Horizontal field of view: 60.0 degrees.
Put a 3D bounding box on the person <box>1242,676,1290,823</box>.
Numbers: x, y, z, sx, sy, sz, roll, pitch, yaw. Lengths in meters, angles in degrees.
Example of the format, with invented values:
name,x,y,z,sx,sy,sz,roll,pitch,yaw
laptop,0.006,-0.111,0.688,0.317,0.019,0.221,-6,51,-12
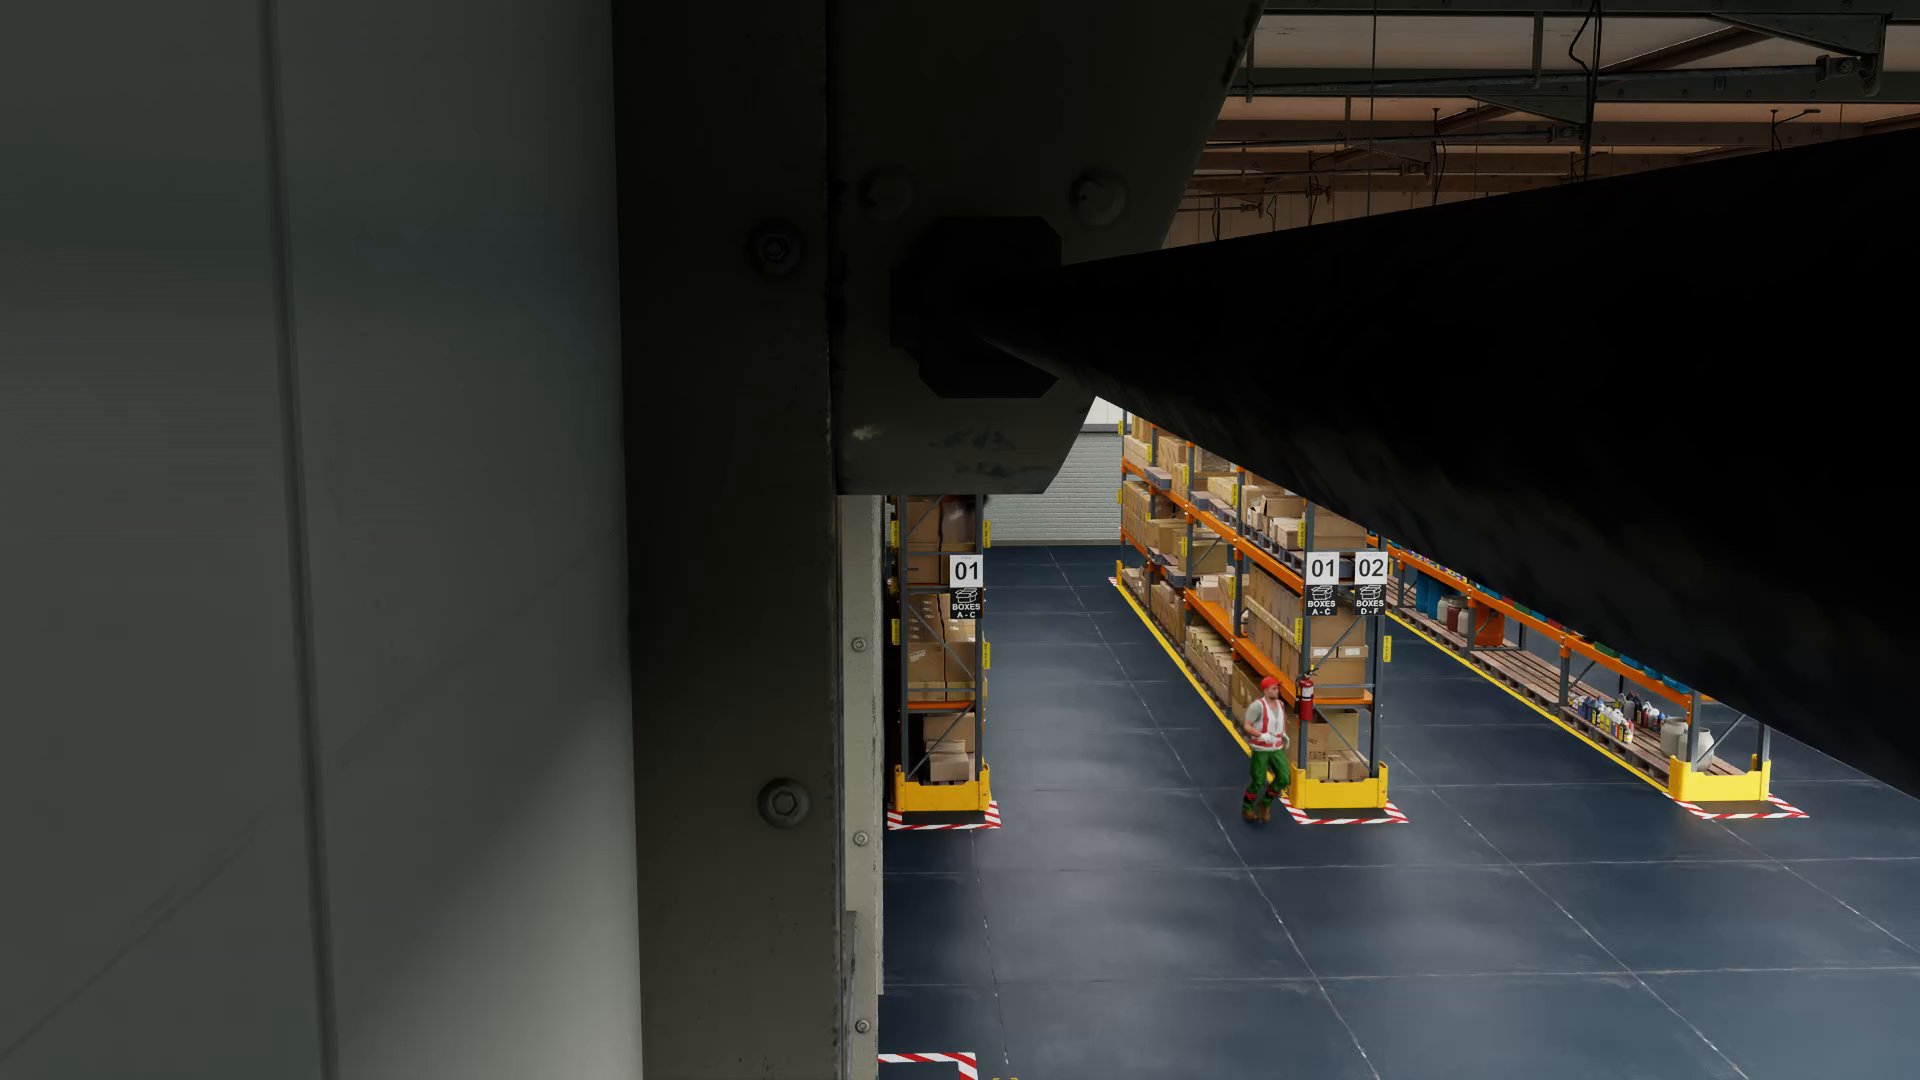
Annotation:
name,x,y,z,sx,sy,sz,roll,pitch,yaw
person,3.721,2.517,19.994,0.692,1.761,0.601,-4,9,-27
